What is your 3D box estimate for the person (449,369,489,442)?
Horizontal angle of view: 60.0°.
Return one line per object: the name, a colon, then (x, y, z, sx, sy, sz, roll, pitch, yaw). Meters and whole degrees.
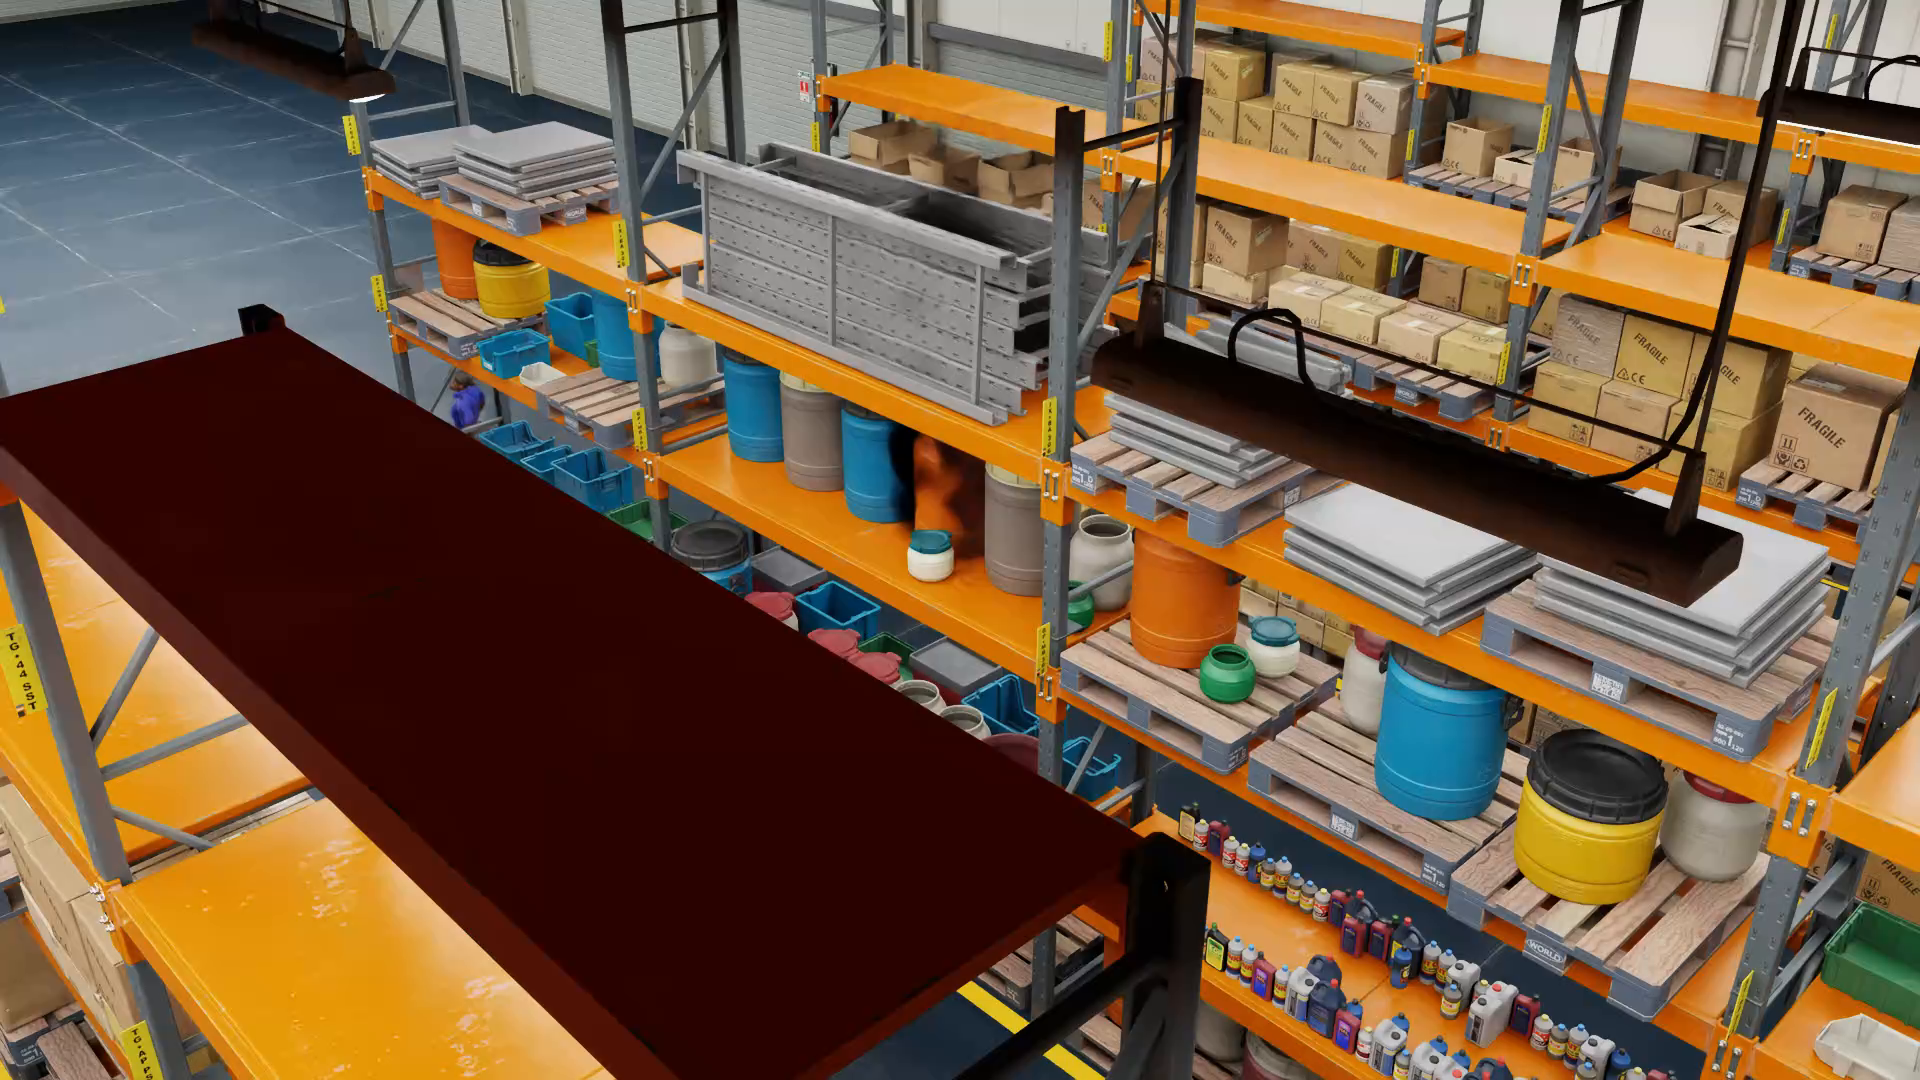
person: (-4.969, -1.021, 17.061, 0.730, 1.617, 0.663, 0, 28, 1)
